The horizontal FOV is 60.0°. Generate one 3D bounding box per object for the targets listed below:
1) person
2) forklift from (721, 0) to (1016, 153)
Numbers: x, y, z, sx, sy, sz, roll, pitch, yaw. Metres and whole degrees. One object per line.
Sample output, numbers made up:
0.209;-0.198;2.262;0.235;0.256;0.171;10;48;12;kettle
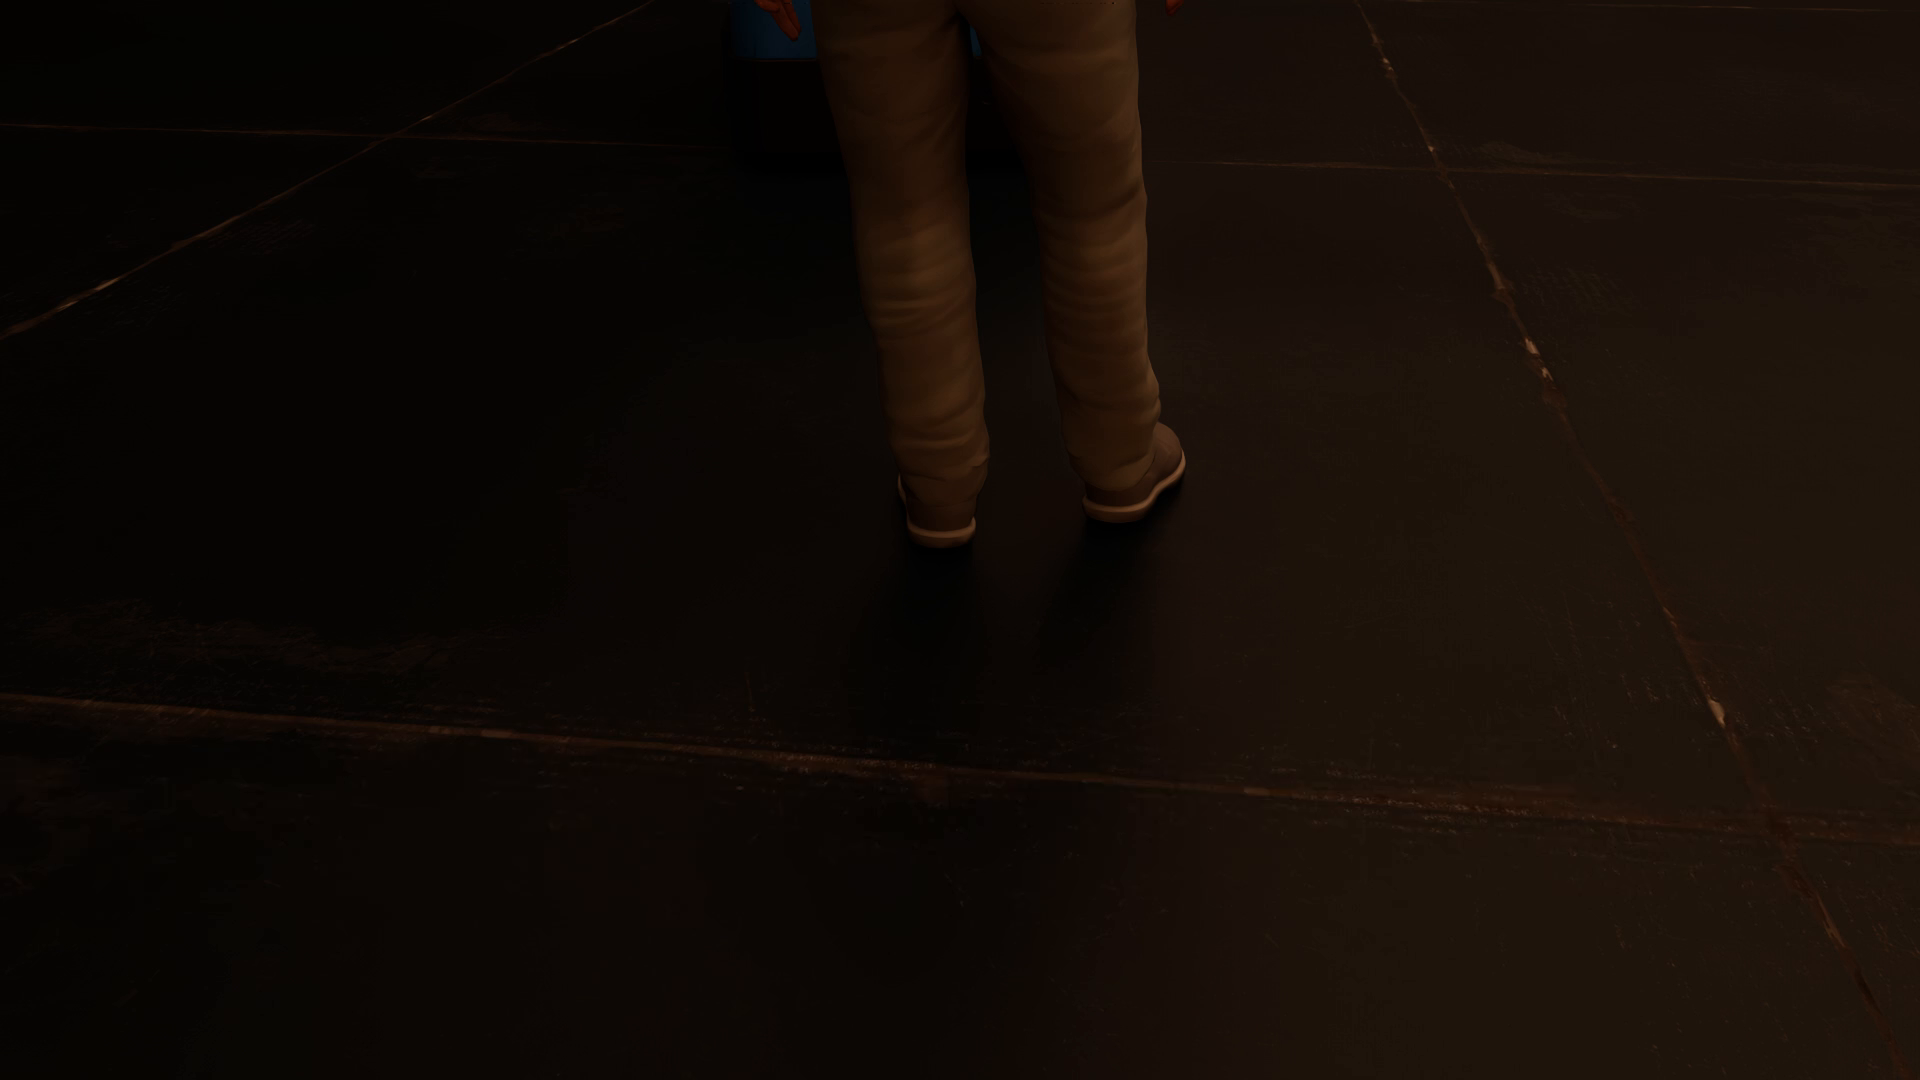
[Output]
0.022;-0.837;2.167;0.641;1.779;0.574;3;27;7;person
-0.187;-2.952;5.134;1.130;2.935;3.031;-2;27;-4;forklift
